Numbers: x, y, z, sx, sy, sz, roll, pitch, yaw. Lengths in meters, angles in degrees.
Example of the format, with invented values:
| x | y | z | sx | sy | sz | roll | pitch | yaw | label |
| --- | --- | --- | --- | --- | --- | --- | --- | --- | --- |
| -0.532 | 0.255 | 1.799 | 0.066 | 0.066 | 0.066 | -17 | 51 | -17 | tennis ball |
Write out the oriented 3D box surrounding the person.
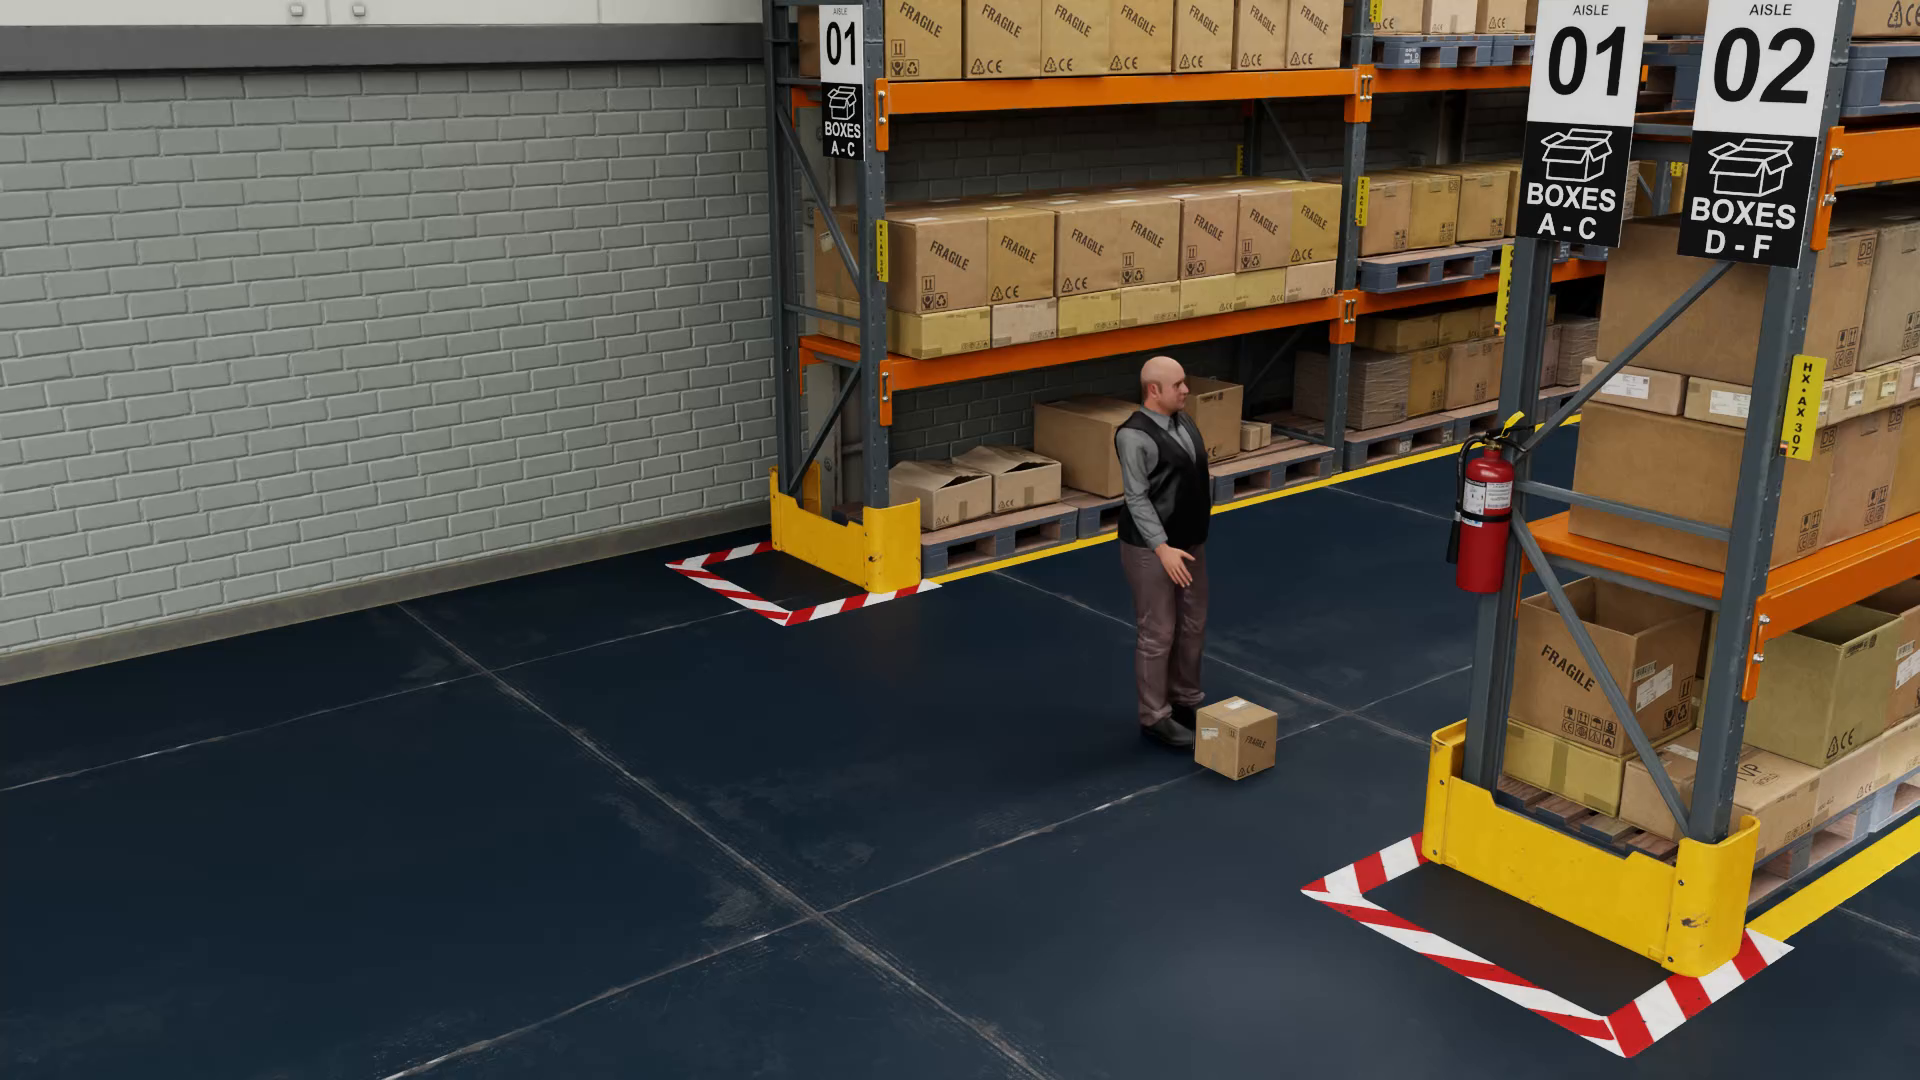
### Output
| x | y | z | sx | sy | sz | roll | pitch | yaw | label |
| --- | --- | --- | --- | --- | --- | --- | --- | --- | --- |
| 0.947 | 0.063 | 7.393 | 0.480 | 1.759 | 0.559 | 15 | 23 | 40 | person |
